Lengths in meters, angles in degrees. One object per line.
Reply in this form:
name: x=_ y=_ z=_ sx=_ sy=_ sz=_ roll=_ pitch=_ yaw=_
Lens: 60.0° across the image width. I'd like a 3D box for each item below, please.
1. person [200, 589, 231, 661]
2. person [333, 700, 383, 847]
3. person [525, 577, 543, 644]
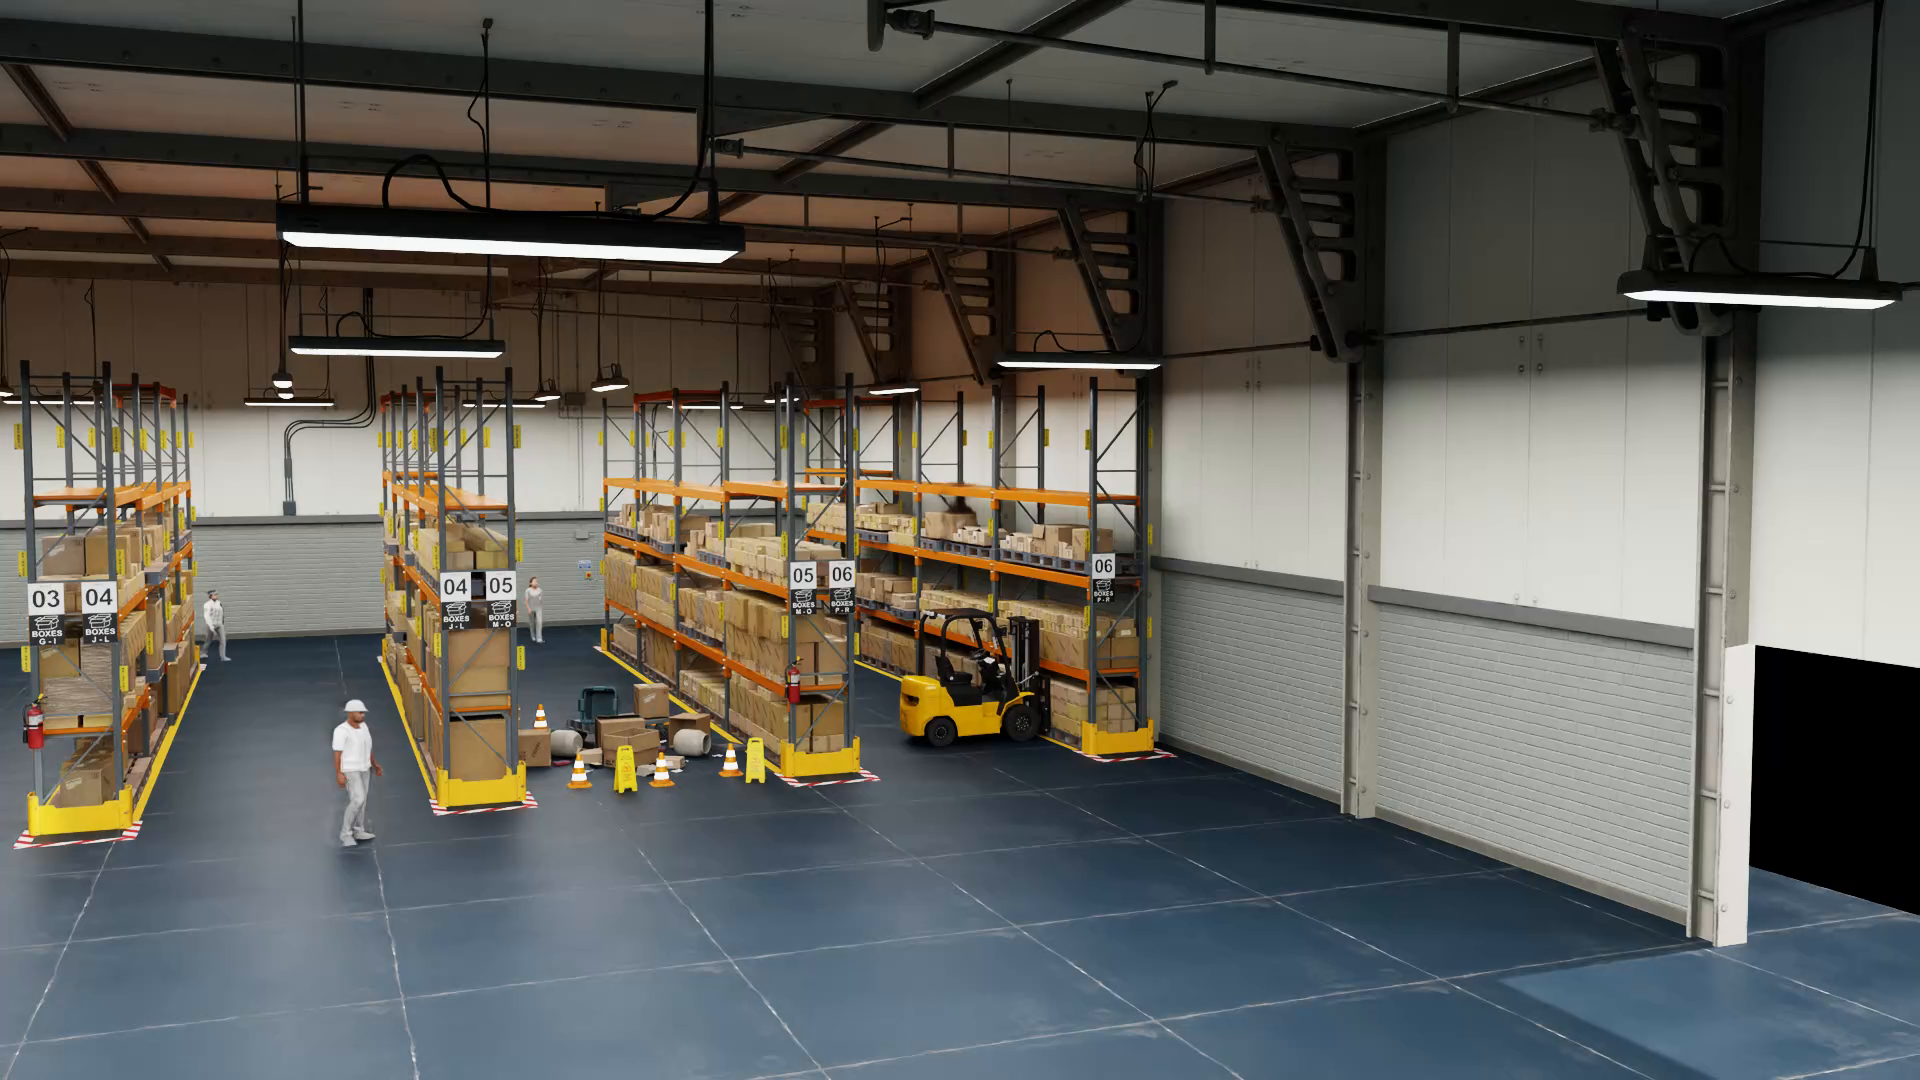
person: x=-16.872 y=1.919 z=37.613 sx=0.939 sy=1.643 sz=0.501 roll=3 pitch=4 yaw=38
person: x=-7.514 y=2.882 z=20.741 sx=0.382 sy=1.789 sz=0.607 roll=1 pitch=4 yaw=14
person: x=-10.450 y=1.715 z=40.765 sx=0.420 sy=1.604 sz=1.046 roll=-1 pitch=4 yaw=-14
